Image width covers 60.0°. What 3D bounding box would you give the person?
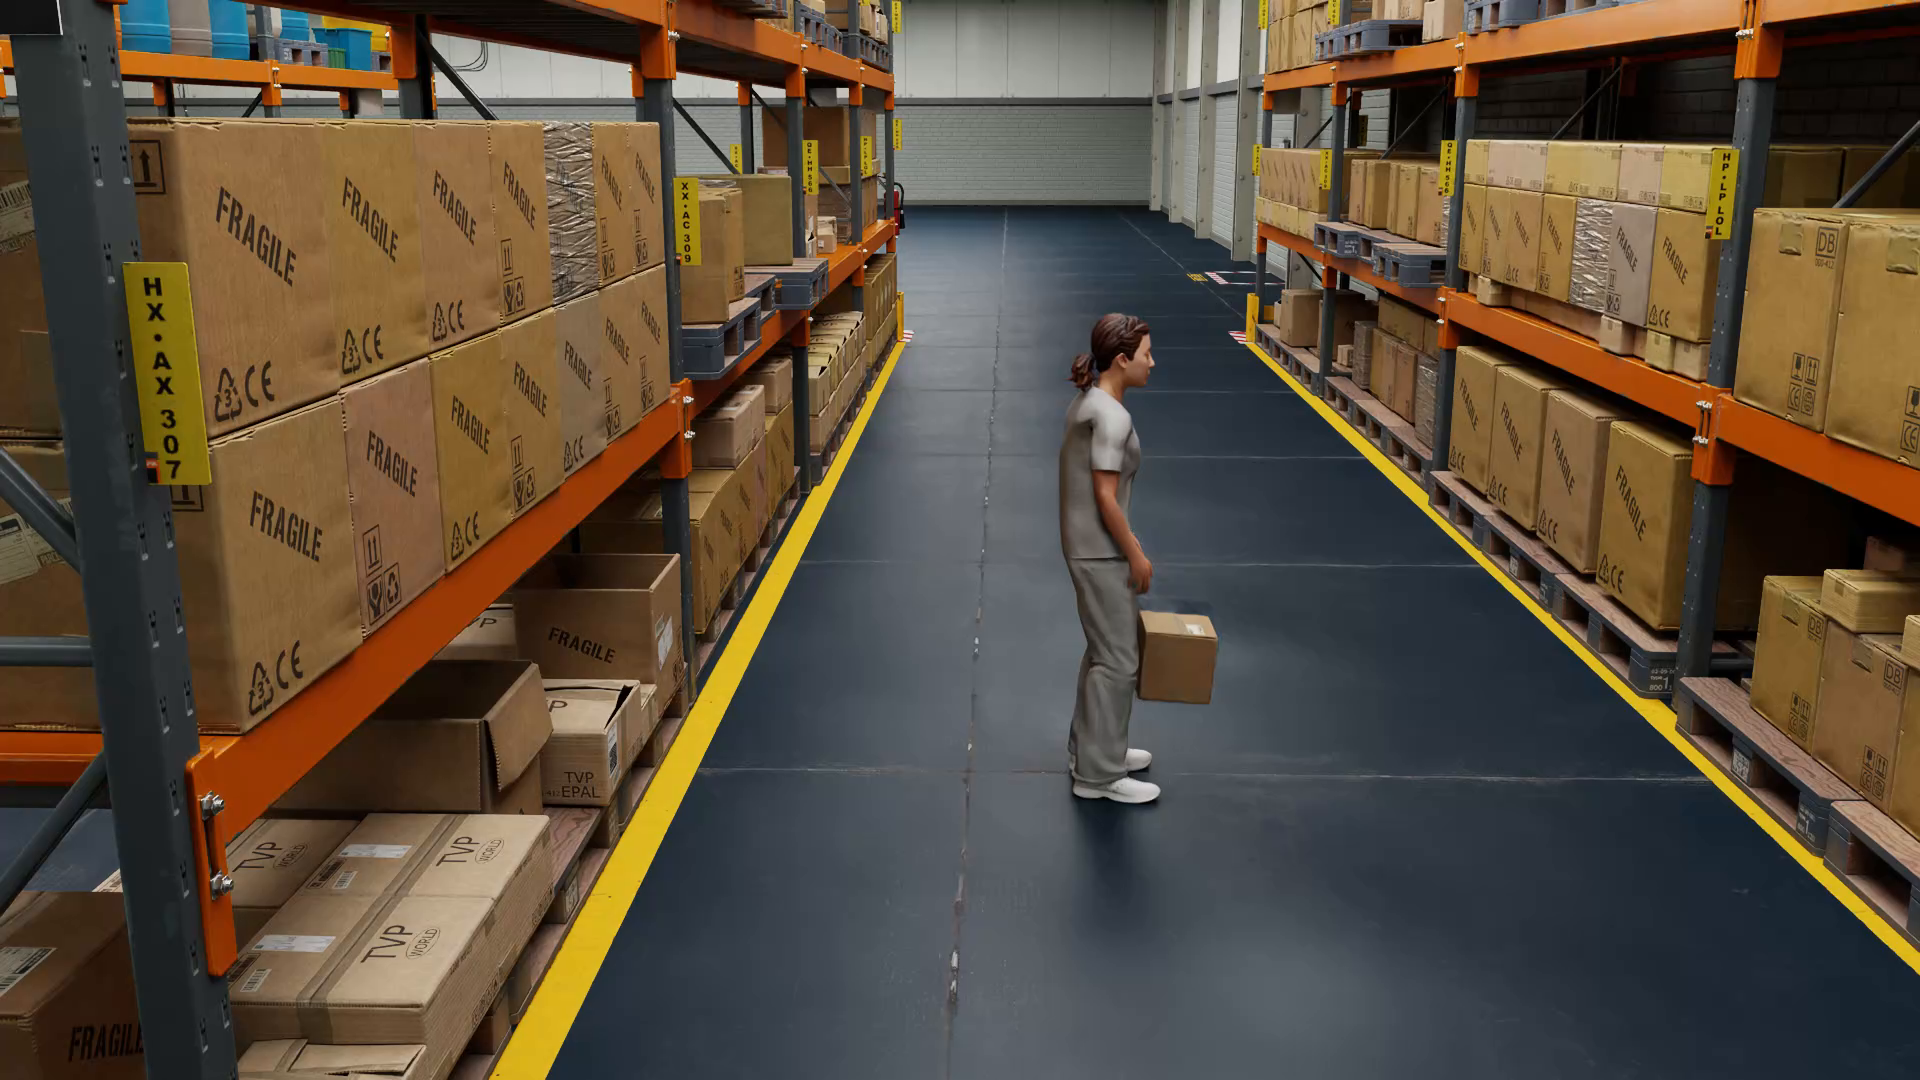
[{"bbox_3d":[0.522,0.102,5.804,0.363,1.571,0.476,0,14,0],"label":"person"}]
